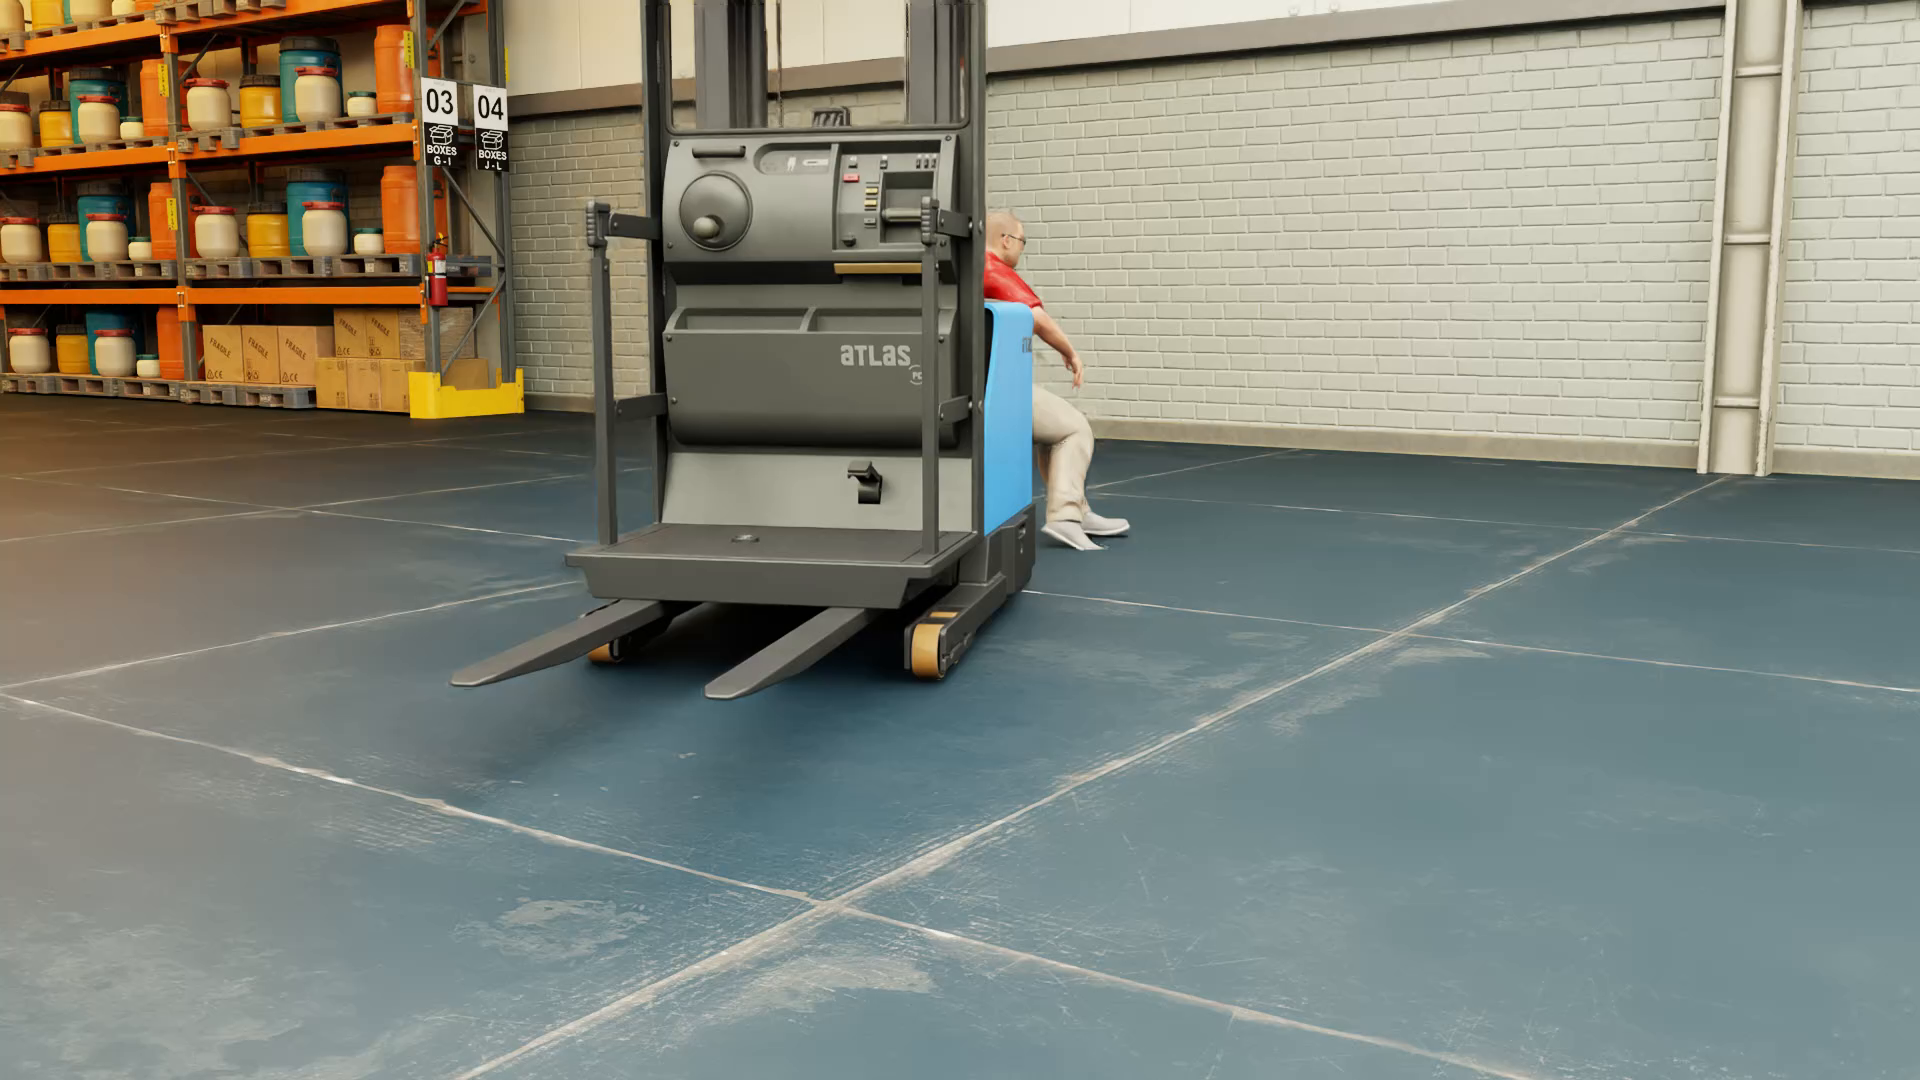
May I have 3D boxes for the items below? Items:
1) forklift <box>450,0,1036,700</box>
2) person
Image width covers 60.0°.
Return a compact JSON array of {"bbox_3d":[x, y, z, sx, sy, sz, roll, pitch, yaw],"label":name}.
[{"bbox_3d":[-0.514,-1.106,4.972,1.130,2.935,3.031,2,8,12],"label":"forklift"},{"bbox_3d":[0.360,-0.703,7.539,0.855,1.543,0.824,-5,9,-29],"label":"person"}]
